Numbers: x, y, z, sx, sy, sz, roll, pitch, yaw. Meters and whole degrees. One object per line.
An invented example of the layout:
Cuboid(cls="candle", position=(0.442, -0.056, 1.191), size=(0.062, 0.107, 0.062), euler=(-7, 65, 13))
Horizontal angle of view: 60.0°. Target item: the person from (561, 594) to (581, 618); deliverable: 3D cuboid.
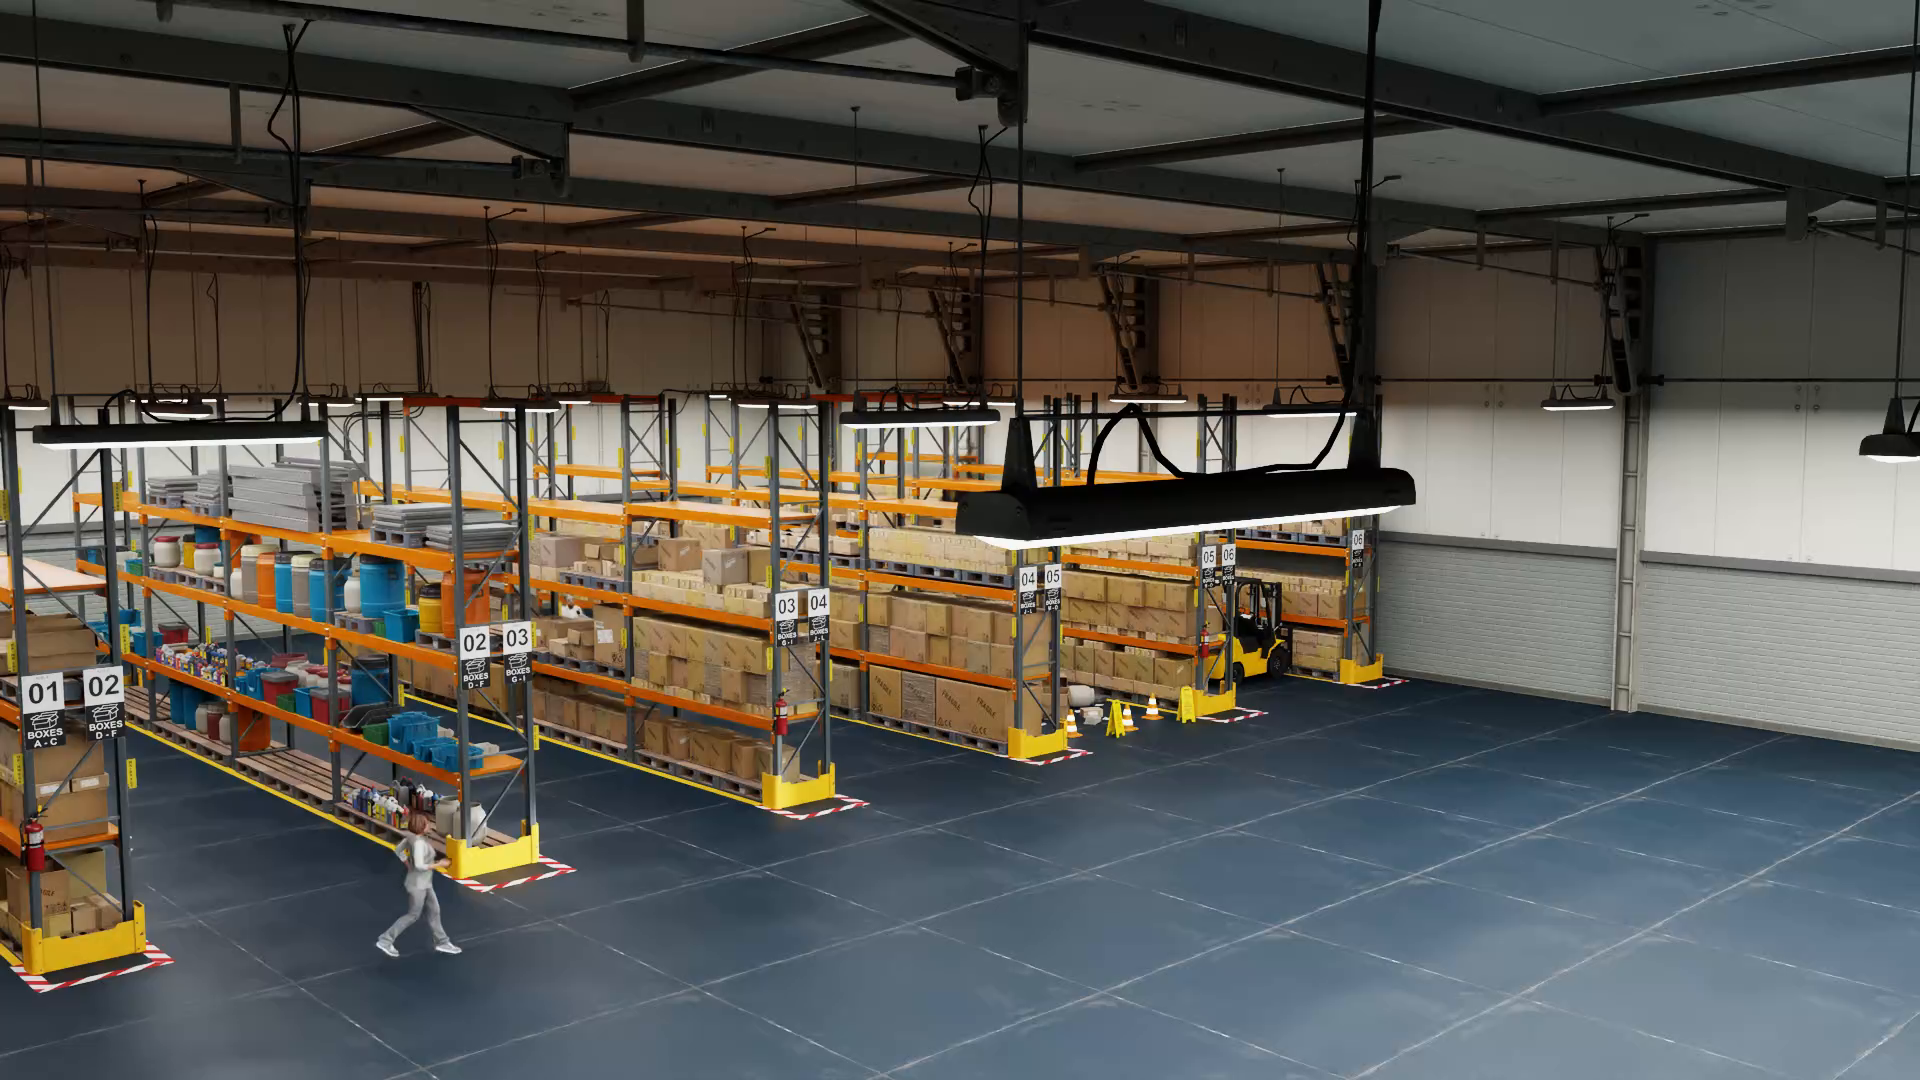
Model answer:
Cuboid(cls="person", position=(-8.417, 2.010, 35.821), size=(0.442, 1.767, 0.685), euler=(-4, 7, -36))

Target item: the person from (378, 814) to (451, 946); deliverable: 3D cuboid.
Cuboid(cls="person", position=(-5.927, 3.716, 18.053), size=(0.772, 1.495, 0.508), euler=(-2, 6, -18))

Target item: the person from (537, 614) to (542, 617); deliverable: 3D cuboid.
Cuboid(cls="person", position=(-8.623, 2.290, 34.025), size=(0.497, 1.571, 0.844), euler=(-5, 8, -45))

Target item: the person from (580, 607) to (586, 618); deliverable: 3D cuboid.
Cuboid(cls="person", position=(-9.435, 1.558, 41.177), size=(0.564, 1.616, 0.692), euler=(0, 6, 1))
